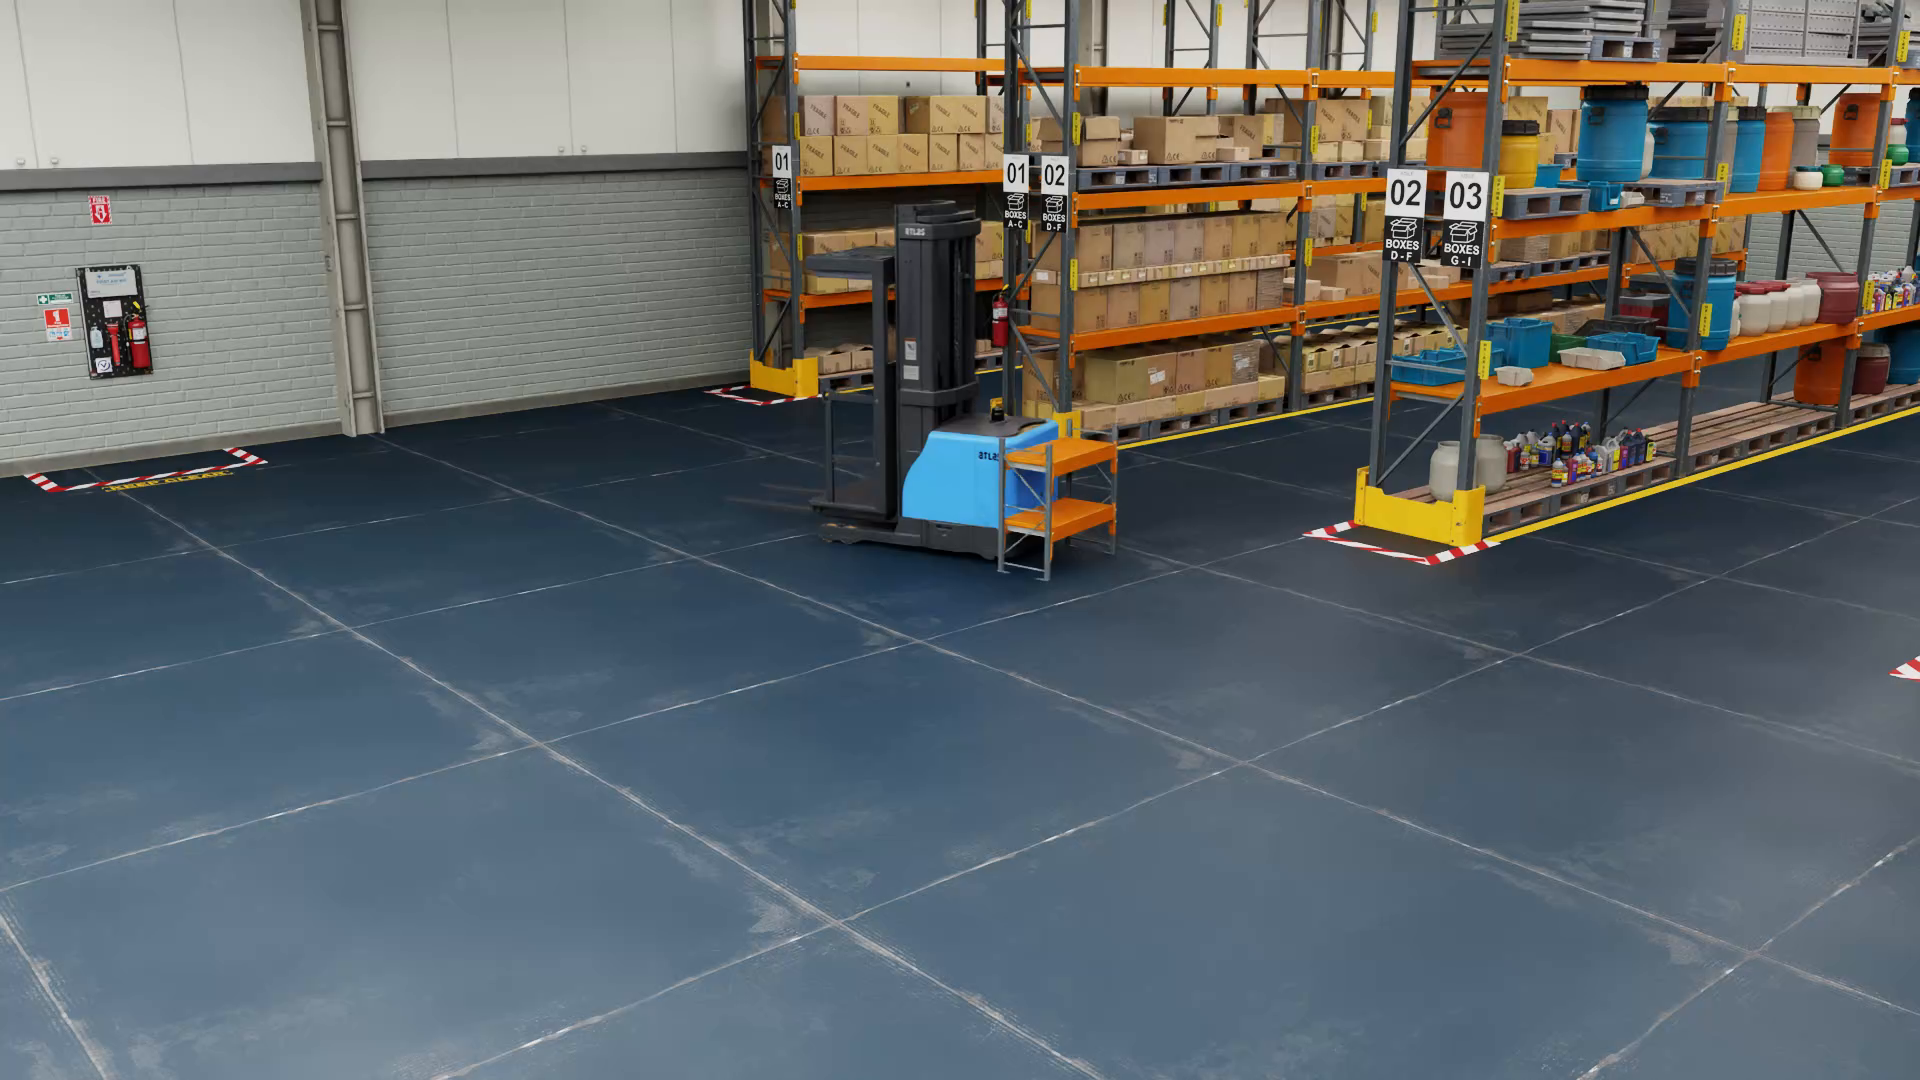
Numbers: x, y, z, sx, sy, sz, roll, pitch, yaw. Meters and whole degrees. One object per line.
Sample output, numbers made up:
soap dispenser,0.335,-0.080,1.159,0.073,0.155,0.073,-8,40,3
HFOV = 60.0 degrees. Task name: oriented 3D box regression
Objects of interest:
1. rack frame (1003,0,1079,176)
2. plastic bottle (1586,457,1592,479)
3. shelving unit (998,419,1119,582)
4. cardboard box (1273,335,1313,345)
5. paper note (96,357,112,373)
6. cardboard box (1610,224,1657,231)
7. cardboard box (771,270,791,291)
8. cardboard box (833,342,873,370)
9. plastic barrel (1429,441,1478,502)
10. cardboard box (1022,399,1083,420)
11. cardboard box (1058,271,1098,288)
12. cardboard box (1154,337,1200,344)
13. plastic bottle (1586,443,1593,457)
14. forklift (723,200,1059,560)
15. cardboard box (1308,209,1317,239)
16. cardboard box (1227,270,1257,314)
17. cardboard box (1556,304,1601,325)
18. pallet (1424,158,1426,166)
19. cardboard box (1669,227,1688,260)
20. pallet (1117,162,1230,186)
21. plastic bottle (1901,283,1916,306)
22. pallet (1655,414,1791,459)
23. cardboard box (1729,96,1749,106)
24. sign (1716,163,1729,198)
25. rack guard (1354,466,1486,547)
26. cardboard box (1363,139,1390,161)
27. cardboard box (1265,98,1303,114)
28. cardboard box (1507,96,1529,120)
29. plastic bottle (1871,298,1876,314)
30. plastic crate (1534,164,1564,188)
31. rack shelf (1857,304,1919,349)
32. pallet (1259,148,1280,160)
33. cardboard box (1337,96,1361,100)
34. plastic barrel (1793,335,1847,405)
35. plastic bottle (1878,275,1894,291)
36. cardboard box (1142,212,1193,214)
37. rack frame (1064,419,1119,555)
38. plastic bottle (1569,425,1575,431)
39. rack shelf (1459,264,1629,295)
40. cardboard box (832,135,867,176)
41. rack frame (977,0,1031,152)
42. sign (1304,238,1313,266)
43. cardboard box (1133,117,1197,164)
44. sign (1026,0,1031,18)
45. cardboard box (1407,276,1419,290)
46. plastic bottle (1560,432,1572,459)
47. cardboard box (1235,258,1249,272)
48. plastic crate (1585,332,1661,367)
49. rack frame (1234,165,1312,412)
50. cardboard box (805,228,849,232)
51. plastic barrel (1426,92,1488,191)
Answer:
rack frame,0.847,-5.366,17.400,0.127,3.000,1.000,-13,19,-39
plastic bottle,6.077,-0.701,16.132,0.097,0.201,0.097,0,15,0
shelving unit,0.826,-0.353,13.892,0.538,1.125,1.048,11,18,35
cardboard box,4.370,-2.504,21.739,0.500,0.311,0.500,-12,19,-38
paper note,-9.042,-1.848,17.563,0.142,0.148,0.016,-13,19,-39
cardboard box,10.440,-5.056,25.736,0.500,0.500,0.500,-12,19,-38
cardboard box,-2.182,-3.485,22.236,0.500,0.250,0.500,-12,19,-39
cardboard box,-1.396,-2.541,22.807,0.500,0.311,0.500,-11,18,-35
plastic barrel,4.542,-0.630,15.301,0.421,0.512,0.421,0,15,0
cardboard box,1.058,-1.490,19.030,0.500,0.250,0.500,-13,19,-39
cardboard box,1.284,-2.853,18.169,0.250,0.149,0.380,-13,20,-40
cardboard box,2.555,-2.194,20.214,0.500,0.500,0.500,-13,19,-39
plastic bottle,6.233,-0.821,16.424,0.133,0.283,0.061,-13,19,-39
forklift,-0.679,-1.487,14.638,3.031,2.935,1.130,7,17,25
cardboard box,5.699,-5.366,28.219,0.500,0.500,0.500,-13,19,-39
cardboard box,3.140,-3.026,20.073,0.500,0.500,0.700,-13,20,-40
cardboard box,9.337,-3.283,25.221,0.500,0.500,0.500,-13,19,-39
pallet,6.429,-5.048,22.389,1.003,0.211,1.213,-12,19,-37
cardboard box,11.226,-4.753,26.539,0.500,0.500,0.500,-13,20,-40
pallet,2.318,-4.196,19.006,1.213,0.211,1.003,-13,19,-39
plastic bottle,11.716,-3.043,20.569,0.135,0.276,0.152,-13,19,-39
pallet,8.601,-1.181,18.762,1.213,0.211,1.003,-13,19,-39
cardboard box,12.540,-7.068,27.454,0.500,0.500,0.700,-13,19,-39
sign,7.466,-3.524,16.302,0.005,0.325,0.100,-13,19,-39
rack guard,4.122,-0.317,14.966,0.348,0.500,1.175,-13,19,-39
cardboard box,5.347,-5.036,21.457,0.500,0.250,0.500,14,20,42
cardboard box,5.489,-7.316,28.015,0.500,0.250,0.500,-13,20,-41
cardboard box,7.600,-5.962,23.314,0.500,0.500,0.500,-13,19,-39
plastic bottle,10.848,-2.803,19.815,0.097,0.201,0.097,0,15,0
plastic crate,5.337,-3.325,15.605,0.575,0.384,0.392,-13,19,-39
rack shelf,11.640,-2.849,20.996,4.000,0.370,1.077,-13,19,-39
pallet,4.920,-6.453,27.651,1.213,0.211,1.003,-12,19,-37
cardboard box,7.019,-7.618,29.474,0.500,0.500,0.500,-13,20,-40
plastic barrel,10.489,-2.098,20.184,0.708,0.830,0.600,-13,19,-39
plastic bottle,11.950,-3.284,21.474,0.135,0.276,0.152,-13,19,-39
cardboard box,3.280,-4.965,26.480,0.700,0.500,0.500,13,20,40
rack frame,1.126,-0.459,14.288,0.500,1.125,0.032,11,18,35
plastic bottle,6.359,-1.048,17.285,0.135,0.276,0.152,-12,19,-37
rack shelf,8.391,-3.814,24.609,4.000,0.370,1.077,-13,19,-39
cardboard box,-1.563,-5.030,21.724,0.500,0.500,0.500,-11,19,-36
rack frame,0.610,-7.007,23.545,0.127,3.000,1.000,-13,19,-39
sign,4.230,-3.493,20.185,0.005,0.325,0.100,-13,19,-39
cardboard box,2.279,-4.463,18.556,0.500,0.500,0.500,-13,19,-39
sign,0.952,-7.388,23.007,0.005,0.325,0.100,-13,19,-39
cardboard box,5.957,-3.474,22.430,0.250,0.149,0.380,-11,18,-35
plastic bottle,6.202,-0.970,17.004,0.097,0.271,0.097,0,15,0
cardboard box,3.219,-3.288,19.795,0.250,0.149,0.380,-13,20,-39
plastic crate,6.457,-1.868,16.218,0.616,0.251,0.499,-13,19,-39
rack frame,3.865,-3.145,20.711,0.127,3.000,1.000,-13,19,-39
cardboard box,-1.805,-3.935,22.468,0.500,0.500,0.500,-12,19,-39
plastic barrel,4.379,-3.469,14.465,0.708,0.830,0.600,-13,19,-39
